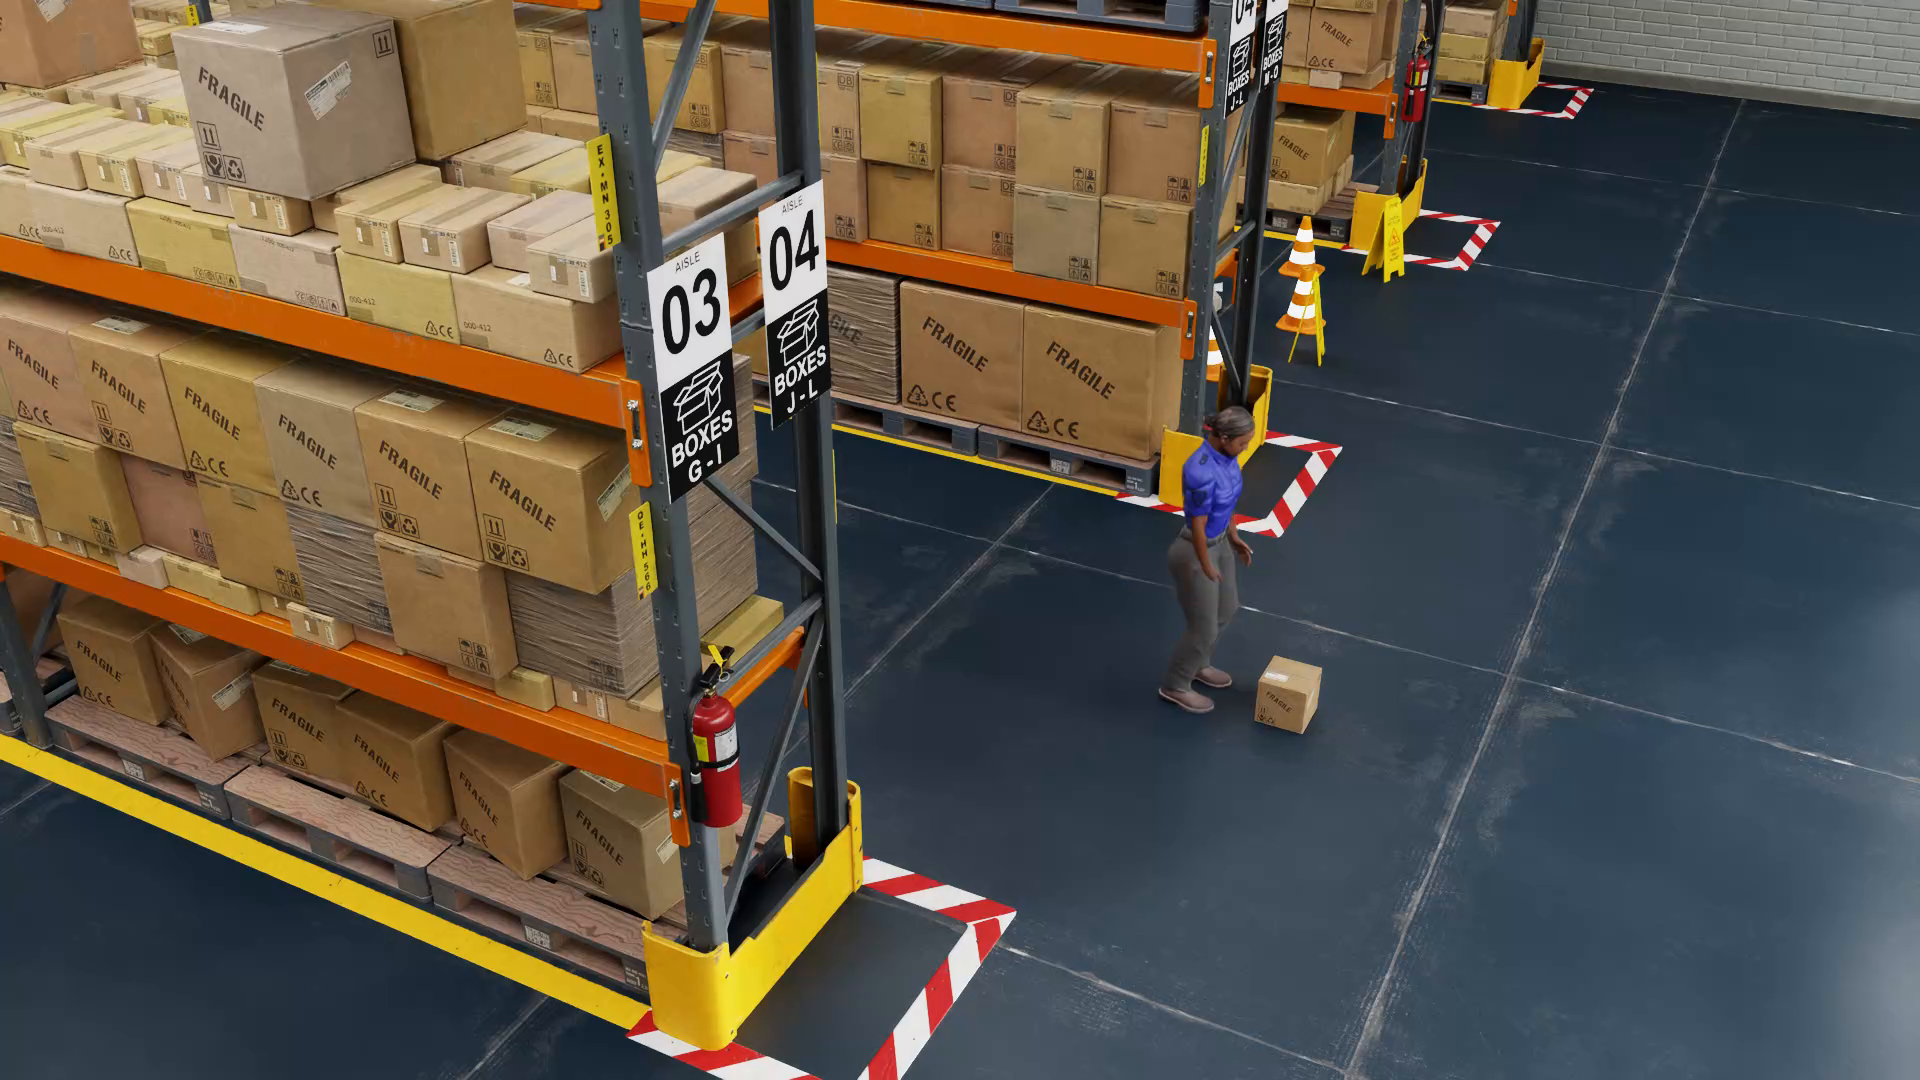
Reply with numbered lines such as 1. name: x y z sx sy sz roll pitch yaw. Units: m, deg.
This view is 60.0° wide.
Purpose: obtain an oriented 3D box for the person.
1. person: 1.236 0.078 8.228 0.393 1.600 0.461 15 34 24
